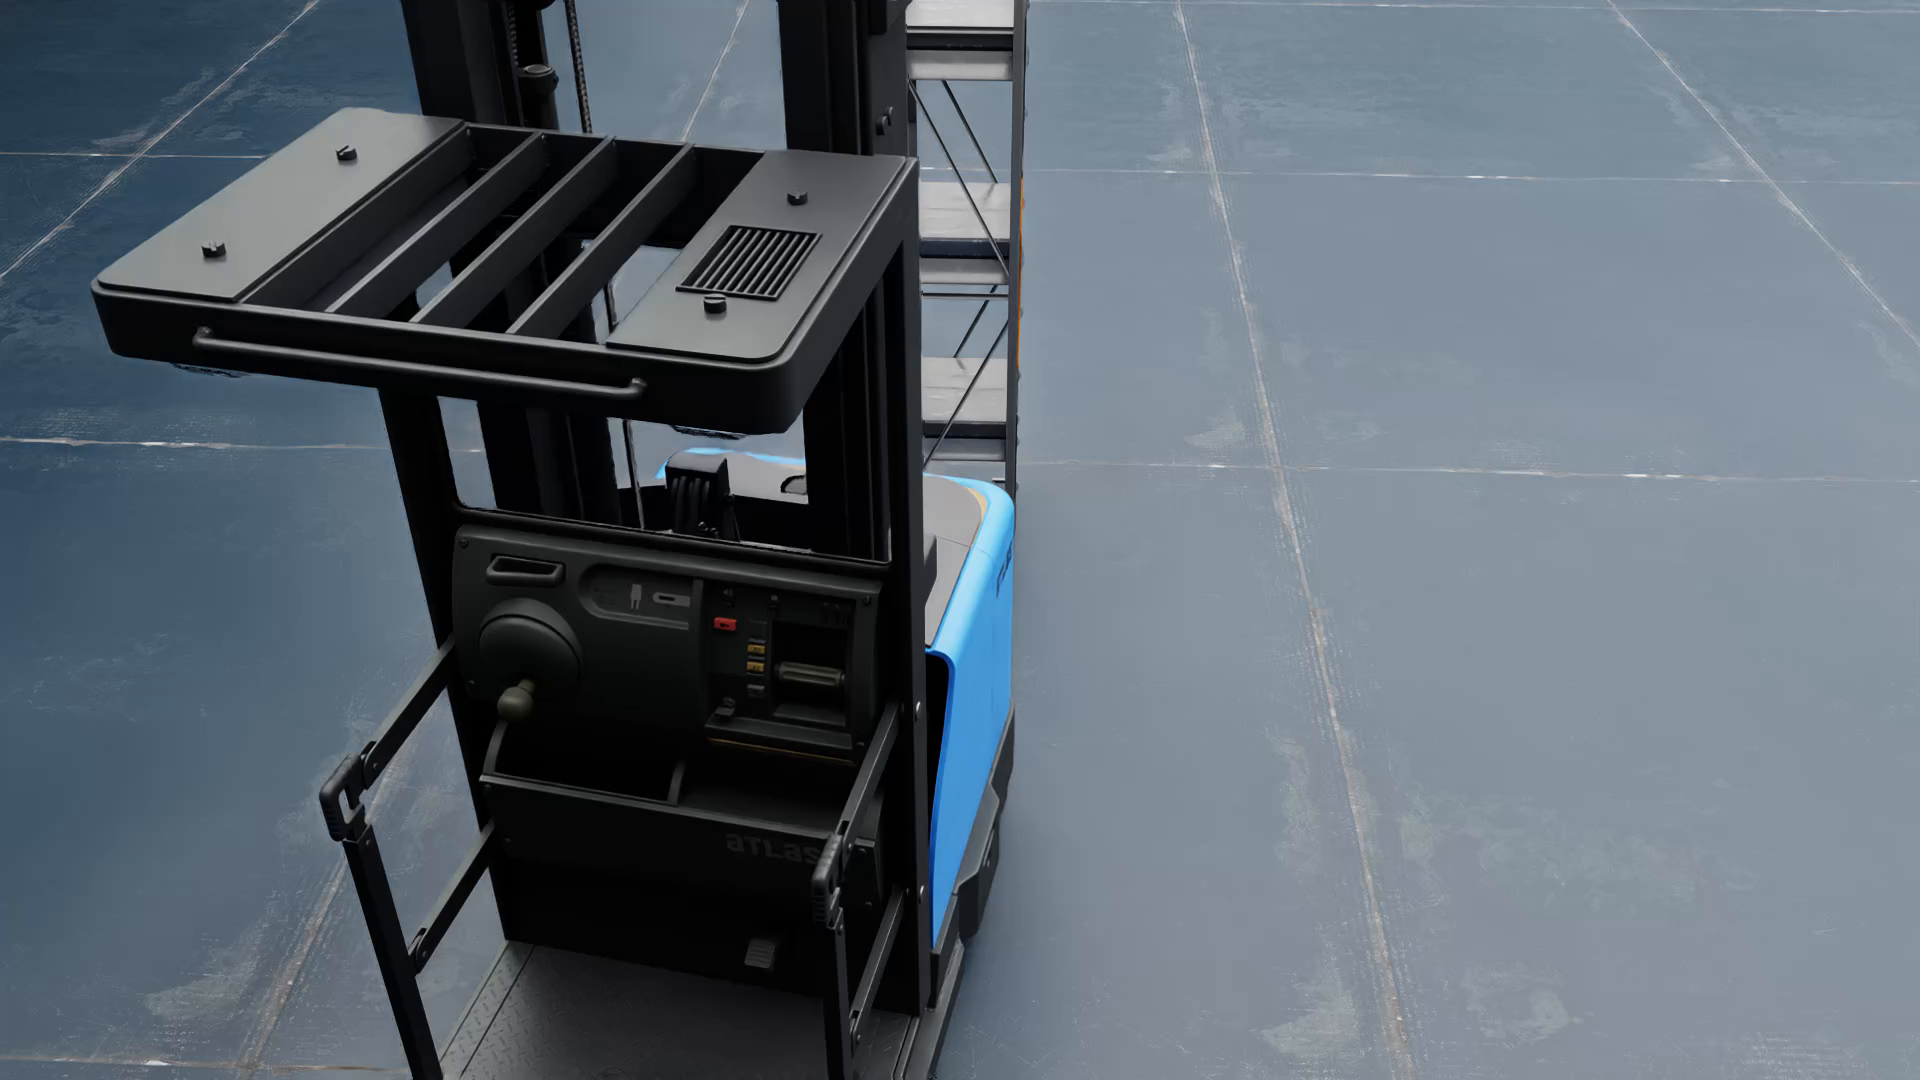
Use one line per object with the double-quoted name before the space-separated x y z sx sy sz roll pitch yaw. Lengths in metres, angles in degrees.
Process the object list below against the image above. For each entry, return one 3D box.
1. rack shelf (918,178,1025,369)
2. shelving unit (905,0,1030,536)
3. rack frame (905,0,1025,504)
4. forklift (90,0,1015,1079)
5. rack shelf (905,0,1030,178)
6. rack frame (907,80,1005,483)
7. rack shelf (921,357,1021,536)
"rack shelf" 0.007 -0.943 5.789 0.431 0.518 0.480 1 35 2
"shelving unit" 0.007 -0.954 5.782 0.431 2.100 0.503 1 35 2
"rack frame" -0.003 -0.814 5.582 0.400 2.100 0.015 1 35 2
"forklift" -0.668 0.284 3.297 1.130 2.935 3.031 8 36 11
"rack shelf" 0.007 -1.516 5.387 0.431 0.518 0.480 1 35 2
"rack frame" 0.016 -1.094 5.981 0.400 2.100 0.015 1 35 2
"rack shelf" 0.007 -0.370 6.192 0.431 0.518 0.480 1 35 2
